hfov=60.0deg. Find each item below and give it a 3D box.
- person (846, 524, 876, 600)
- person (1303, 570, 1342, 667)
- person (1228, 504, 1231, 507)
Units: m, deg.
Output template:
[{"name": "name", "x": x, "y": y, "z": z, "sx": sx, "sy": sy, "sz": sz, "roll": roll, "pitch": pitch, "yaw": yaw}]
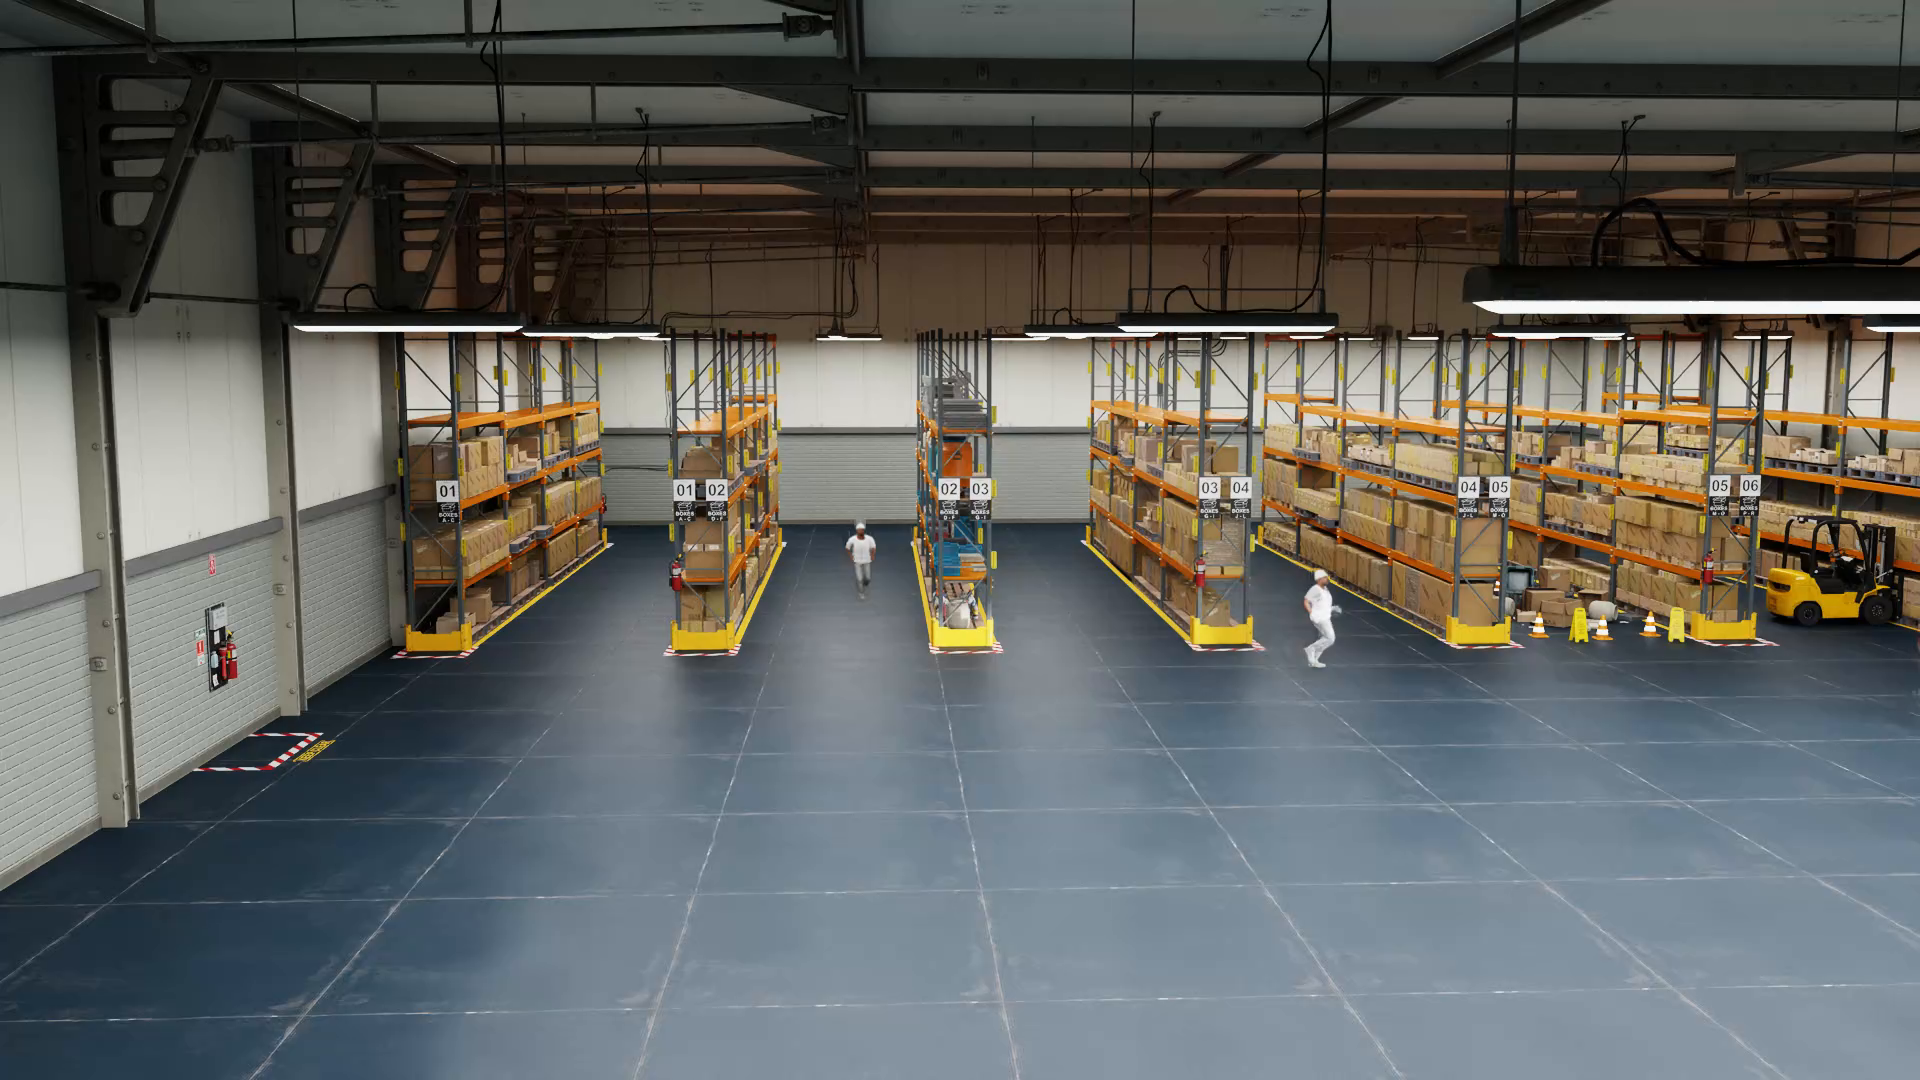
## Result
[{"name": "person", "x": -2.204, "y": 0.488, "z": 37.182, "sx": 0.679, "sy": 1.721, "sz": 0.576, "roll": -1, "pitch": 7, "yaw": -10}, {"name": "person", "x": 6.432, "y": 1.395, "z": 29.400, "sx": 0.587, "sy": 1.737, "sz": 0.683, "roll": 4, "pitch": 8, "yaw": 28}, {"name": "person", "x": 7.458, "y": -0.412, "z": 45.088, "sx": 0.558, "sy": 1.634, "sz": 0.587, "roll": 0, "pitch": 7, "yaw": 0}]
